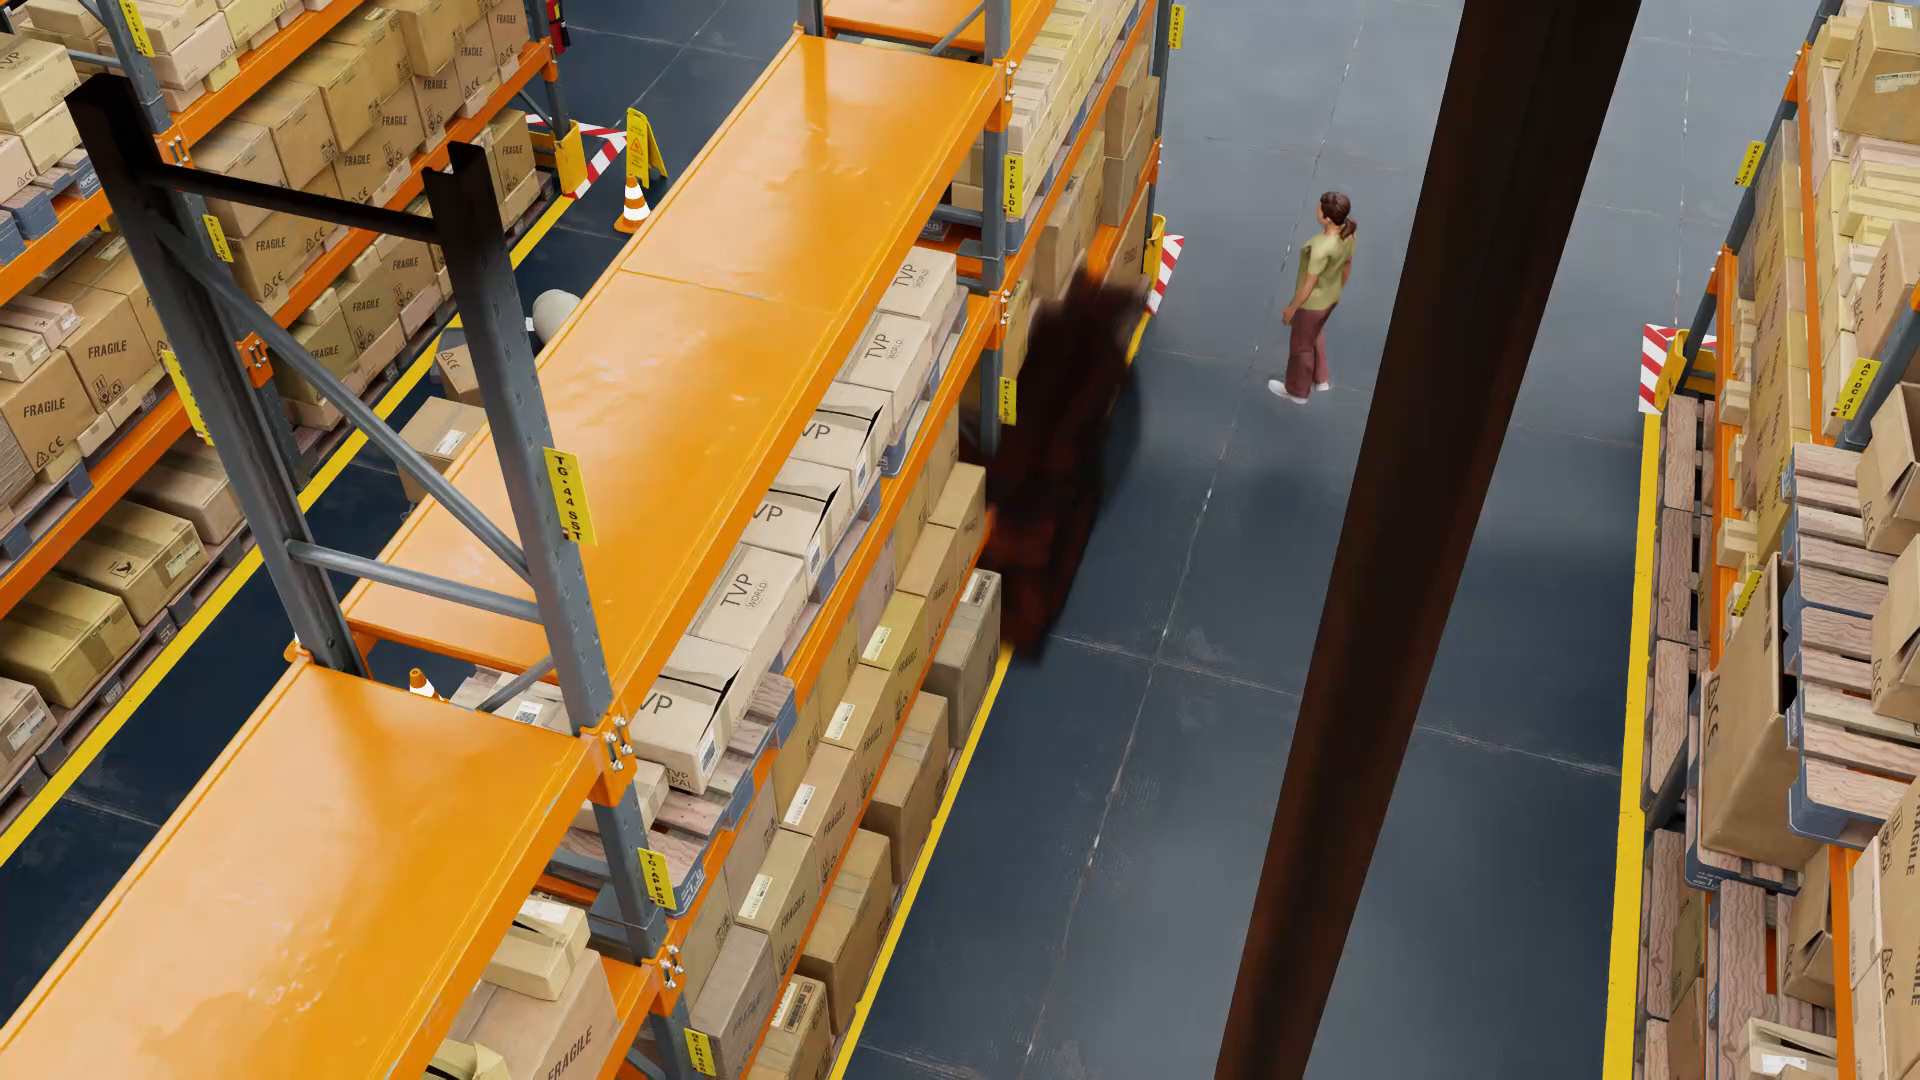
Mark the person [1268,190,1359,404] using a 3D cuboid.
[{"bbox_3d":[2.361,-1.591,11.136,0.394,1.715,0.495,32,54,27],"label":"person"}]
